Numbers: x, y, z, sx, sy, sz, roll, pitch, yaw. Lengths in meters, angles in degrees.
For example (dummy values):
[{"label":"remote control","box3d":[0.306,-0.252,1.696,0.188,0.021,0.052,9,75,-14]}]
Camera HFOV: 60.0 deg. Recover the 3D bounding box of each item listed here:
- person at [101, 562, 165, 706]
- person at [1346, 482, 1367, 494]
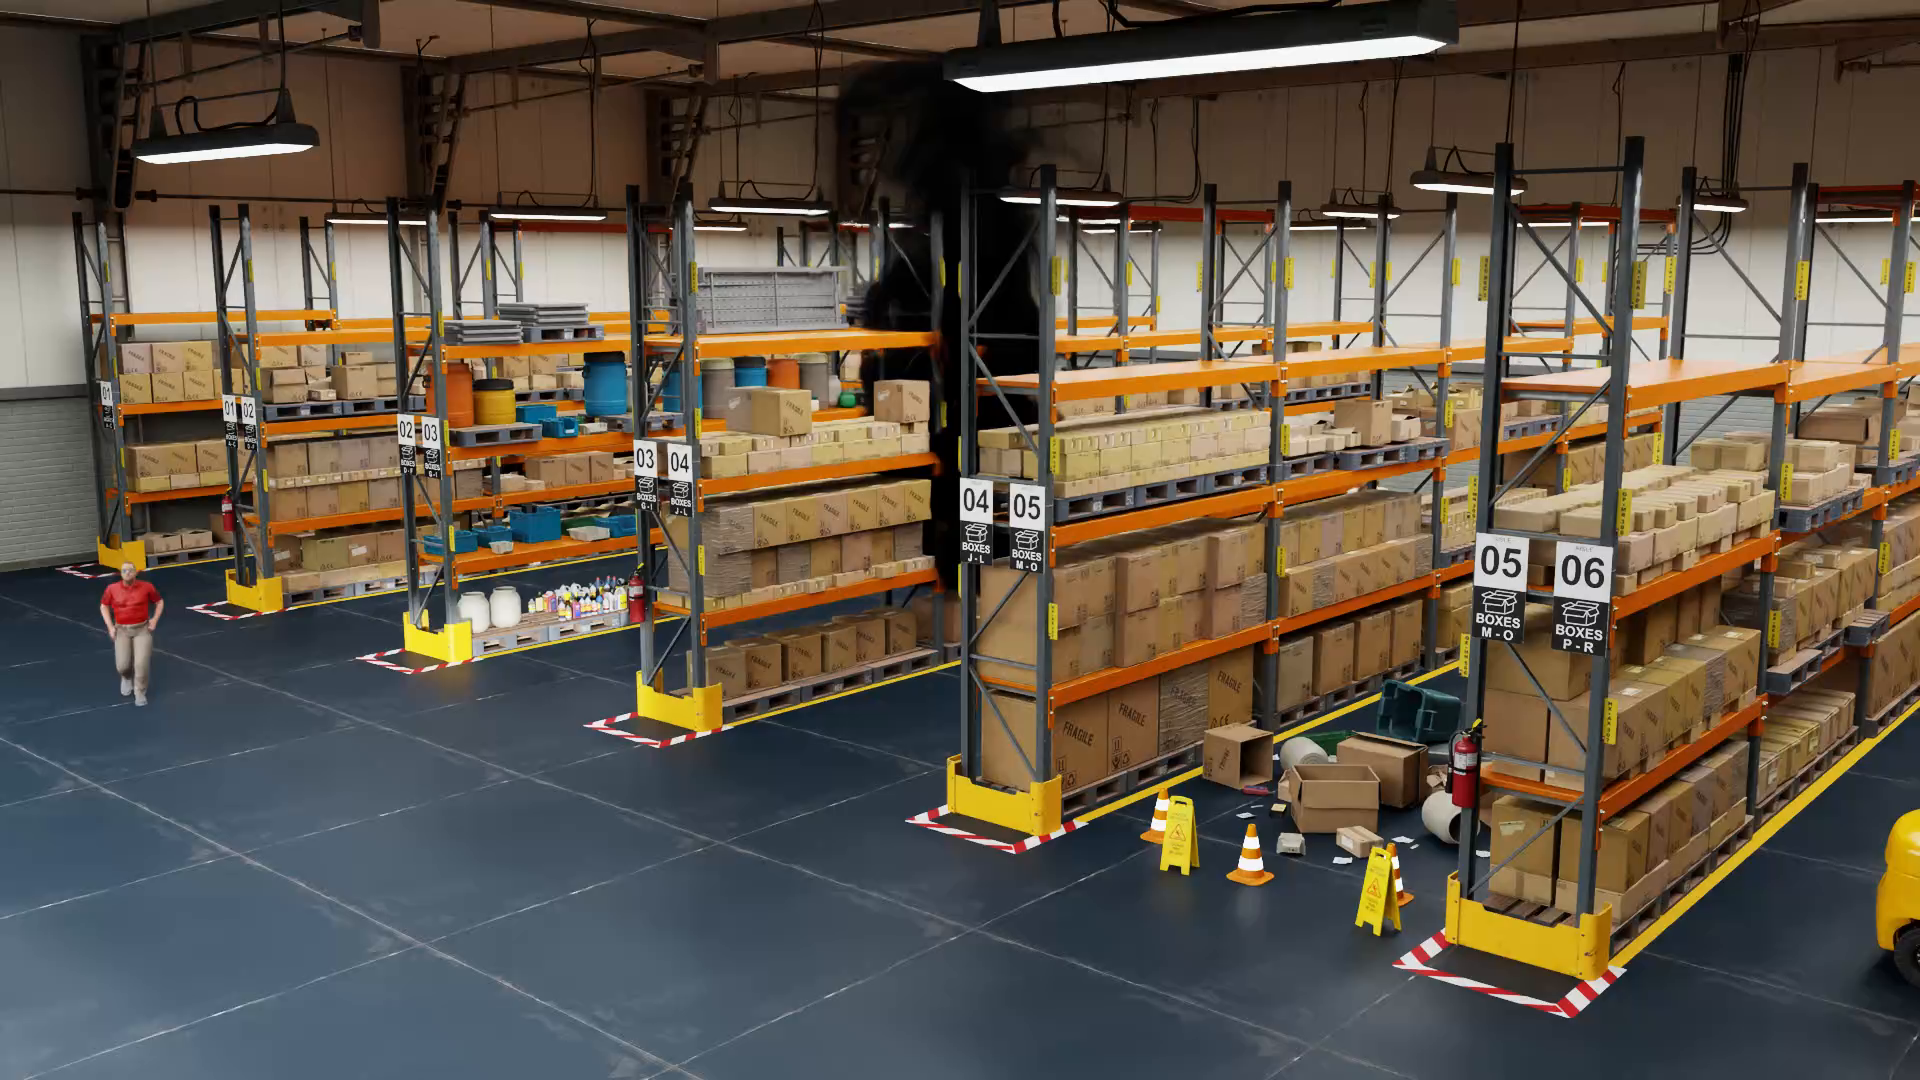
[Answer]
[{"label":"person","box3d":[-9.779,1.085,19.708,0.683,1.702,0.600,-4,10,-24]},{"label":"person","box3d":[6.572,-0.206,27.141,0.697,1.778,1.048,7,12,35]}]
